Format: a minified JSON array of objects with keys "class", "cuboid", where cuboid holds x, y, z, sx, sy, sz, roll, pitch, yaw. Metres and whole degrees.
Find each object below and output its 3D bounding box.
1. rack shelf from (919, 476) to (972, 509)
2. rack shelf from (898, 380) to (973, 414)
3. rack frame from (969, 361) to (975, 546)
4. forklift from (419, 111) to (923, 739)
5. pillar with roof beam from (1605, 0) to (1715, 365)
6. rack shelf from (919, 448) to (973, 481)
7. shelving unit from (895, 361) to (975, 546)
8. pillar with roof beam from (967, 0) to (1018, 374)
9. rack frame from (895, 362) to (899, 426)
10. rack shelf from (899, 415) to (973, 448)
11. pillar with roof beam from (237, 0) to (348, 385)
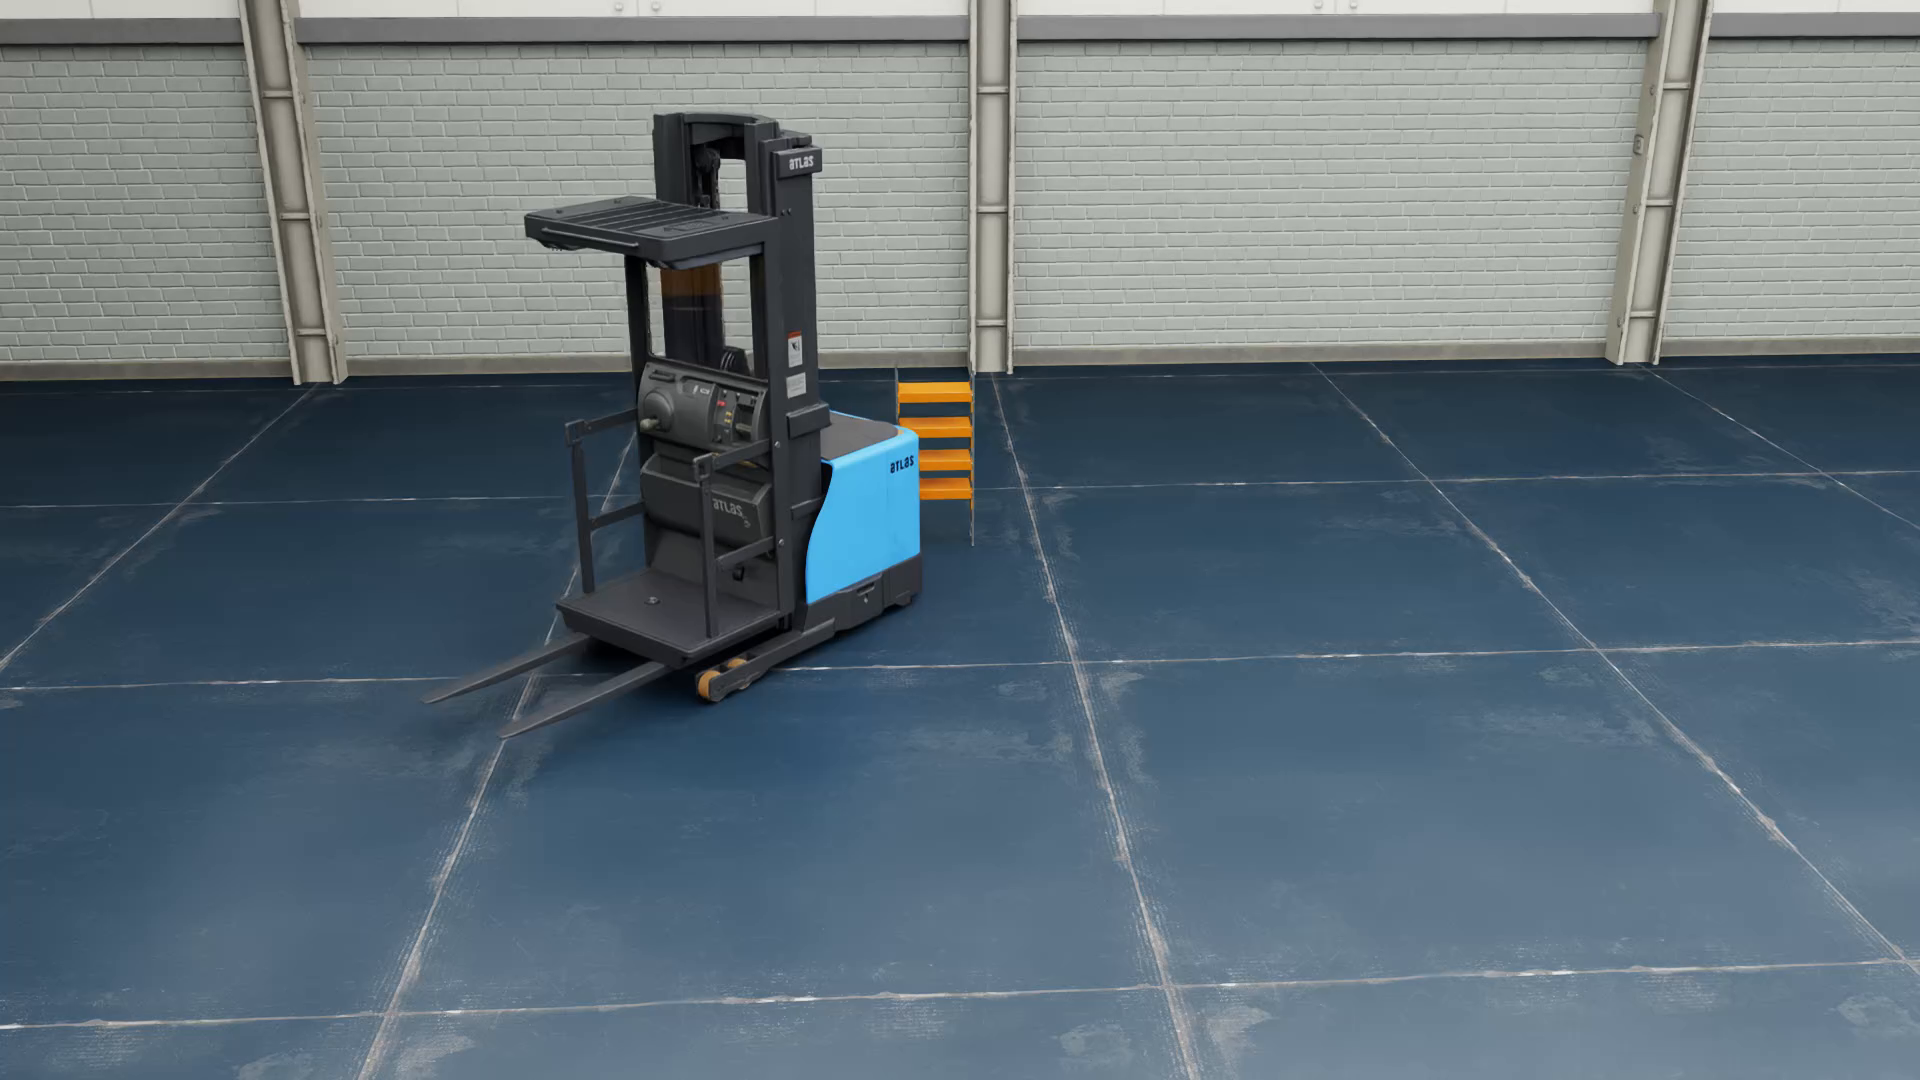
[{"class":"rack shelf","cuboid":[-0.165,-0.309,10.993,0.480,0.148,0.258,-1,21,-3]},{"class":"rack shelf","cuboid":[-0.165,-0.925,10.759,0.480,0.148,0.258,-1,21,-3]},{"class":"rack frame","cuboid":[0.078,-0.562,10.912,0.015,1.200,0.240,-1,21,-3]},{"class":"forklift","cuboid":[-1.531,-0.706,8.855,1.130,2.935,3.031,16,26,35]},{"class":"pillar with roof beam","cuboid":[6.511,-4.355,9.912,0.400,9.000,9.100,-1,21,-3]},{"class":"rack shelf","cuboid":[-0.165,-0.494,10.923,0.480,0.148,0.258,-1,21,-3]},{"class":"shelving unit","cuboid":[-0.165,-0.557,10.899,0.503,1.200,0.258,-1,21,-3]},{"class":"pillar with roof beam","cuboid":[0.520,-4.233,9.592,0.400,9.000,9.100,-1,21,-3]},{"class":"rack frame","cuboid":[-0.409,-0.552,10.886,0.015,1.200,0.240,-1,21,-3]},{"class":"rack shelf","cuboid":[-0.165,-0.704,10.843,0.480,0.148,0.258,-1,21,-3]},{"class":"pillar with roof beam","cuboid":[-5.470,-4.111,9.272,0.400,9.000,9.100,-1,21,-3]}]
